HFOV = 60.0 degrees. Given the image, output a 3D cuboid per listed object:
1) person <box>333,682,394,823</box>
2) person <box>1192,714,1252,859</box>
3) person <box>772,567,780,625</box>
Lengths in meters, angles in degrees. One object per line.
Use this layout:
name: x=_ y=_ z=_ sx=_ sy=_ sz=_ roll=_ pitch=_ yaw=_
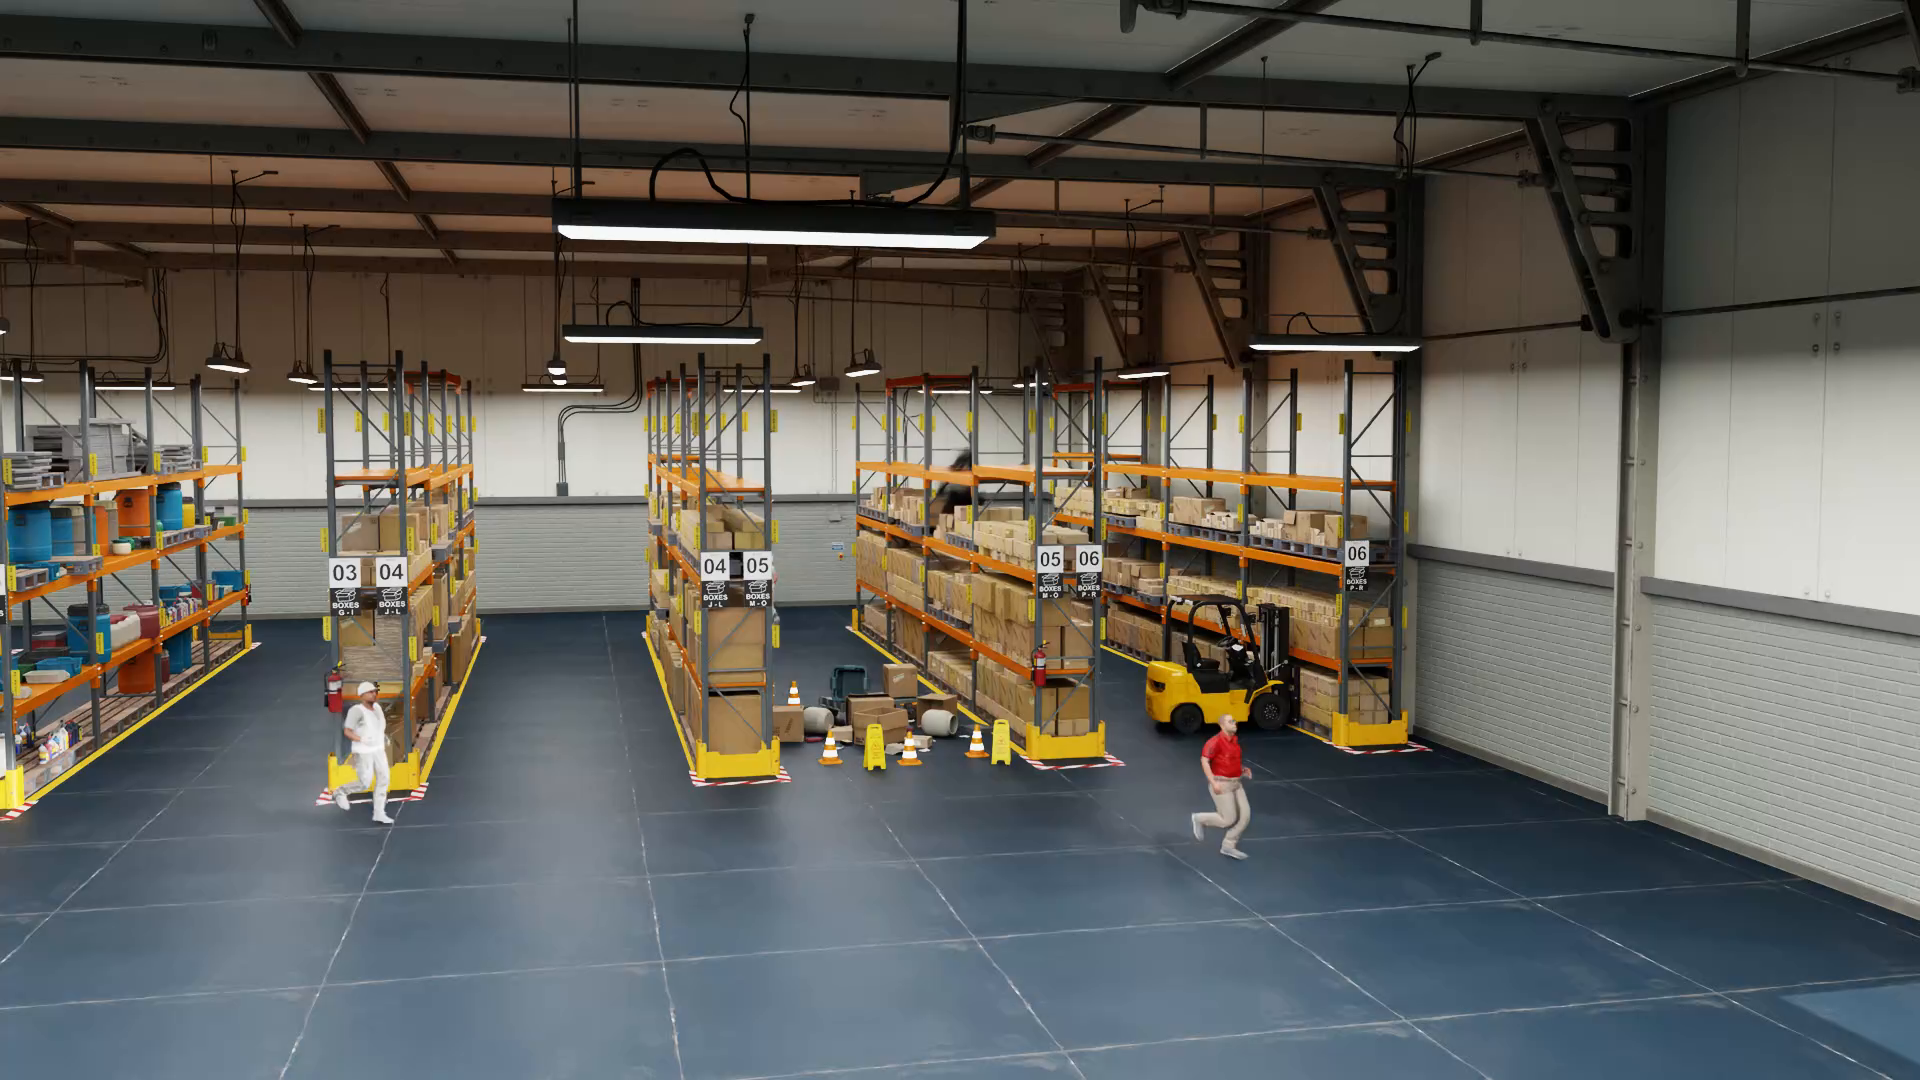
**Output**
person: x=-7.493 y=2.676 z=20.990 sx=0.853 sy=1.780 sz=0.684 roll=1 pitch=4 yaw=20
person: x=3.047 y=2.834 z=19.260 sx=0.633 sy=1.666 sz=0.667 roll=4 pitch=5 yaw=42
person: x=-4.810 y=1.258 z=41.017 sx=0.743 sy=1.824 sz=0.640 roll=-1 pitch=4 yaw=-10
